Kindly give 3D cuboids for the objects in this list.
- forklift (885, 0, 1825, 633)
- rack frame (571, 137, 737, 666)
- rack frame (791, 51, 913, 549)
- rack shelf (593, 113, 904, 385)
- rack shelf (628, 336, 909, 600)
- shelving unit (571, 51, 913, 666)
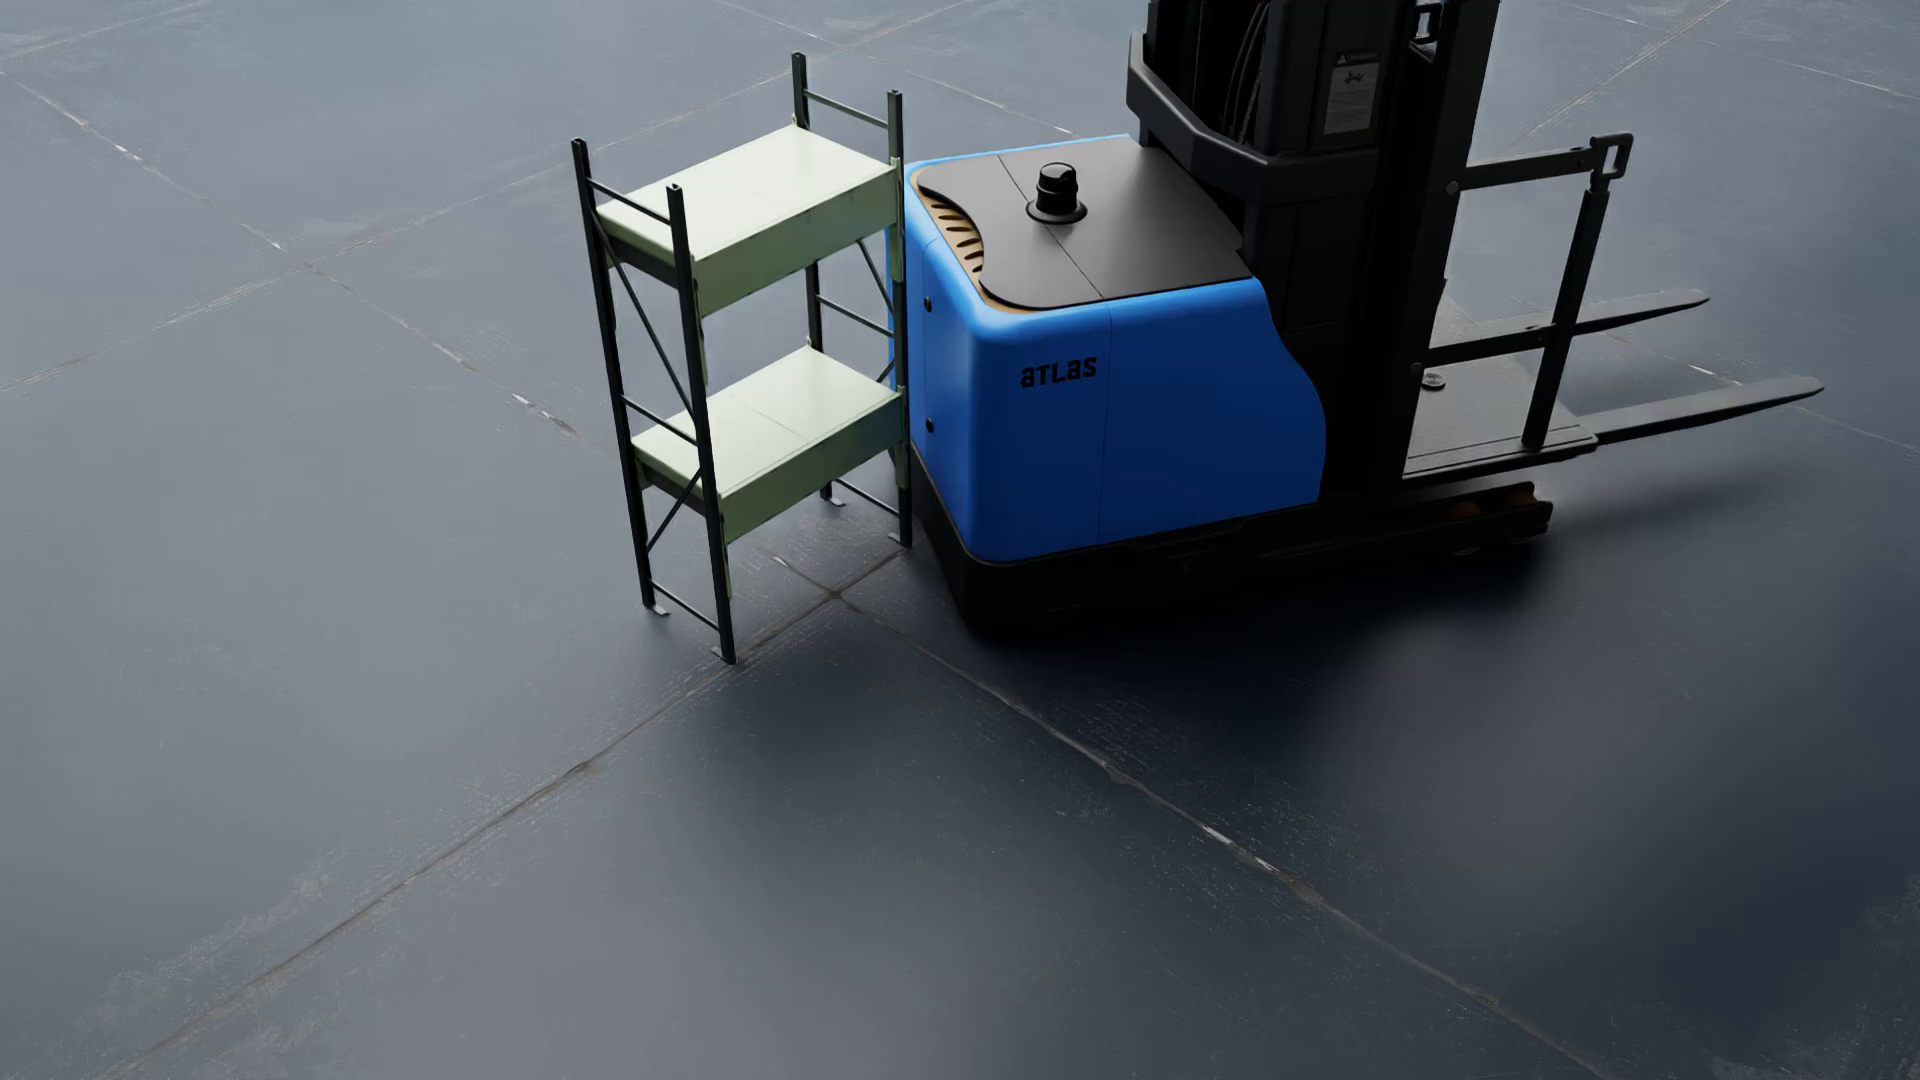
[{"bbox_3d":[1.336,-1.403,4.659,3.031,2.935,1.130,-11,40,-13],"label":"forklift"},{"bbox_3d":[-0.801,-0.314,4.440,0.400,1.500,0.023,30,47,32],"label":"rack frame"},{"bbox_3d":[-0.303,-0.649,4.861,0.400,1.500,0.023,30,47,32],"label":"rack frame"},{"bbox_3d":[-0.552,-0.787,4.408,0.431,0.370,0.720,30,47,32],"label":"rack shelf"},{"bbox_3d":[-0.552,-0.226,4.853,0.431,0.370,0.720,30,47,32],"label":"rack shelf"},{"bbox_3d":[-0.552,-0.481,4.650,0.431,1.500,0.755,30,47,32],"label":"shelving unit"}]
